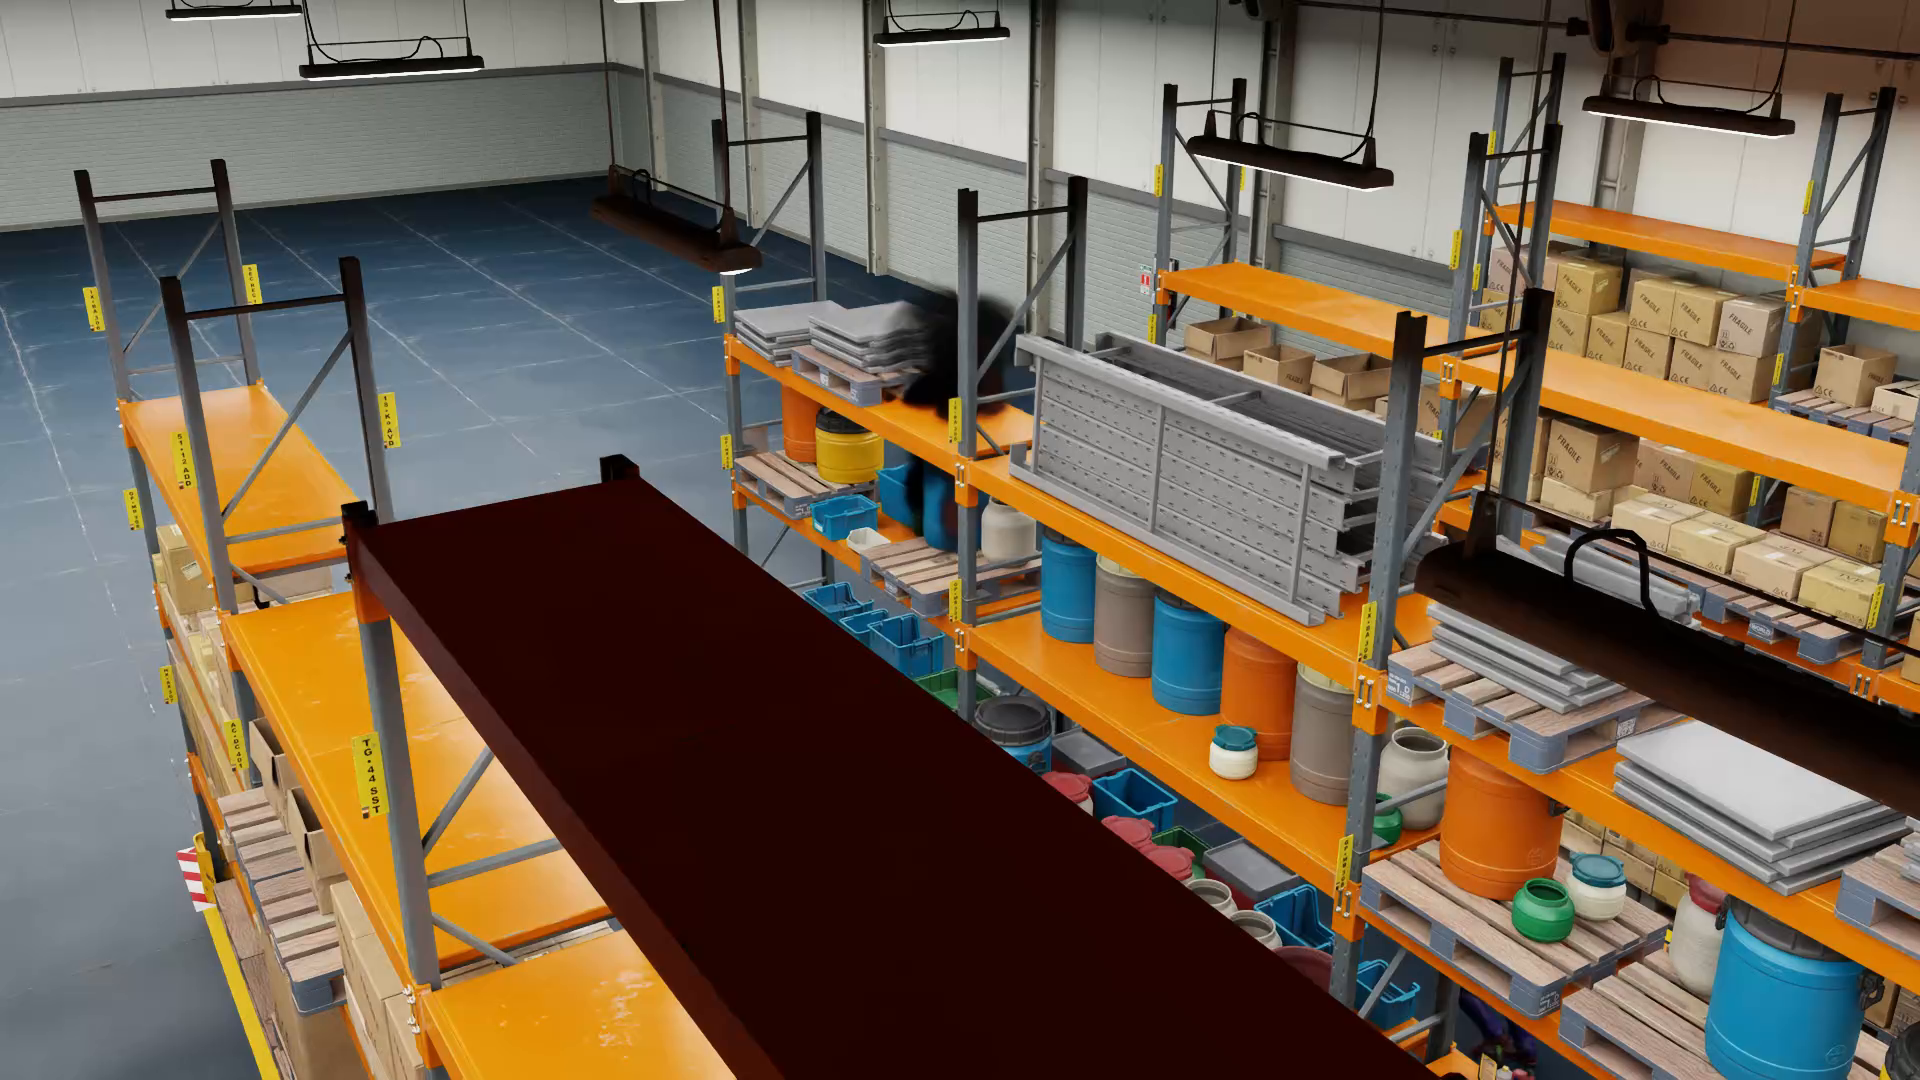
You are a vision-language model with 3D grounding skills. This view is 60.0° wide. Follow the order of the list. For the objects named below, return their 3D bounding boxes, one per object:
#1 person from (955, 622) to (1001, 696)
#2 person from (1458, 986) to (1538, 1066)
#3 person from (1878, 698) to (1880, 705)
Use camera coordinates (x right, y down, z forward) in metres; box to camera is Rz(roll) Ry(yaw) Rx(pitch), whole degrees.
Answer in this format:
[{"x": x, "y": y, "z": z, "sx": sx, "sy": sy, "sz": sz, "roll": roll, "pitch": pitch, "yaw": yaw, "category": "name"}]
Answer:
[{"x": 0.211, "y": 1.029, "z": 16.755, "sx": 0.548, "sy": 1.550, "sz": 0.563, "roll": 10, "pitch": 24, "yaw": 23, "category": "person"}, {"x": 3.830, "y": 2.970, "z": 11.924, "sx": 0.606, "sy": 1.541, "sz": 0.829, "roll": -18, "pitch": 28, "yaw": -38, "category": "person"}, {"x": 7.760, "y": 2.093, "z": 13.997, "sx": 0.656, "sy": 1.609, "sz": 0.901, "roll": -19, "pitch": 29, "yaw": -40, "category": "person"}]
